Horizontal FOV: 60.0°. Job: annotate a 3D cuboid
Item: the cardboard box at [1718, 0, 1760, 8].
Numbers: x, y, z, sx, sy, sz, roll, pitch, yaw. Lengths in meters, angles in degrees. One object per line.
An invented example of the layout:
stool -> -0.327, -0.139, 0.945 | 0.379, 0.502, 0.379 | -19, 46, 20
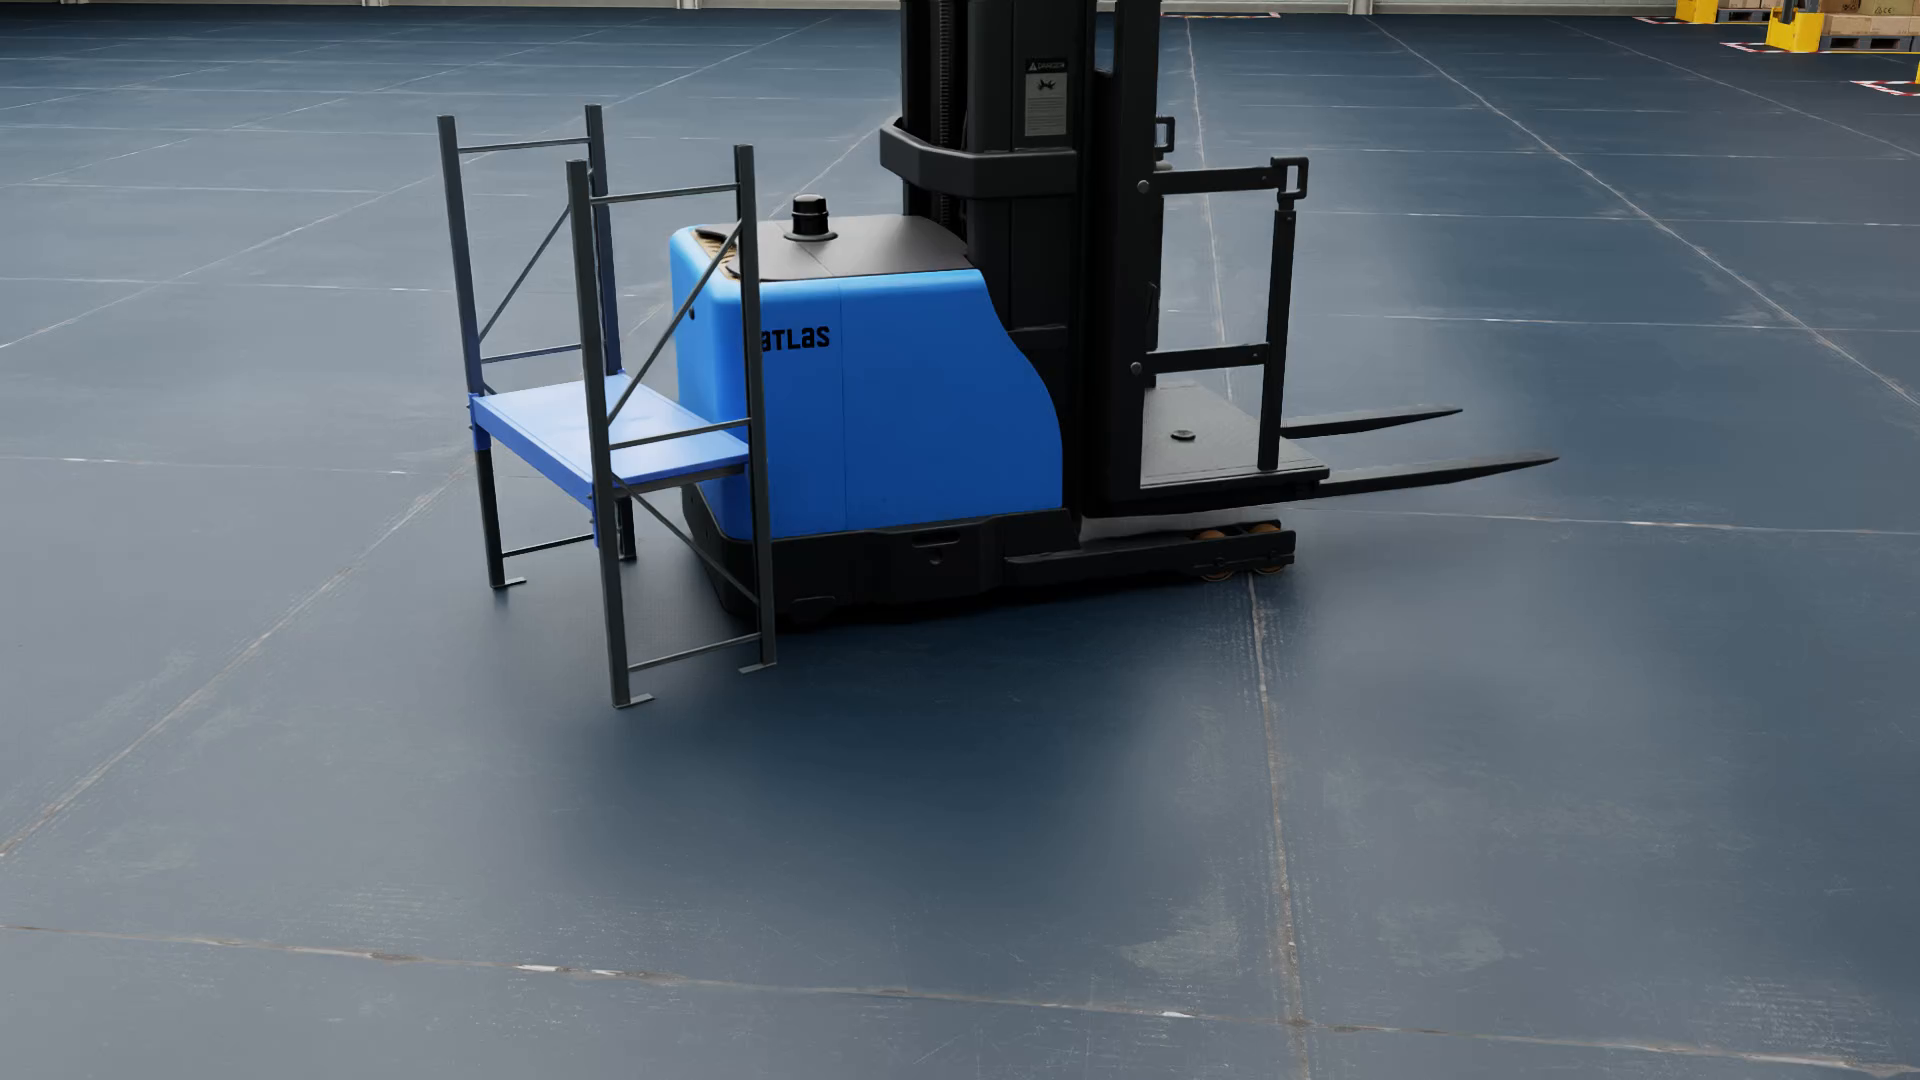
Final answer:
cardboard box -> 12.820, -8.929, 27.368 | 0.500, 0.311, 0.500 | 0, 22, 0

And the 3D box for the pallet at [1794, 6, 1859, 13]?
pallet -> 14.230, -8.636, 27.361 | 1.213, 0.211, 1.003 | 2, 22, 6

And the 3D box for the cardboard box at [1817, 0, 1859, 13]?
cardboard box -> 12.132, -7.580, 23.045 | 0.500, 0.500, 0.500 | 2, 22, 6

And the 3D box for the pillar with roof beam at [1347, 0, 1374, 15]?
pillar with roof beam -> 6.476, -11.801, 23.414 | 0.400, 9.000, 9.100 | 2, 22, 6

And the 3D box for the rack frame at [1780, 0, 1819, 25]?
rack frame -> 11.564, -8.229, 22.539 | 0.127, 3.000, 1.000 | 2, 22, 6

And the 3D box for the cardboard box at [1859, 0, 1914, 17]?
cardboard box -> 12.567, -7.369, 22.512 | 0.500, 0.500, 0.500 | 2, 22, 6

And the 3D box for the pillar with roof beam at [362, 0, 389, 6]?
pillar with roof beam -> -11.399, -12.580, 25.384 | 0.400, 9.000, 9.100 | 2, 22, 6

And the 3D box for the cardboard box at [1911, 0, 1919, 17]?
cardboard box -> 13.066, -7.352, 22.469 | 0.500, 0.500, 0.500 | 2, 22, 6

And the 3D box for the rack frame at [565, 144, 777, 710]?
rack frame -> -0.753, -0.281, 4.476 | 0.500, 1.500, 0.032 | -14, 25, -31

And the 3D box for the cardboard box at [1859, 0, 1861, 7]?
cardboard box -> 15.080, -8.937, 27.131 | 0.500, 0.500, 0.500 | 1, 22, 2

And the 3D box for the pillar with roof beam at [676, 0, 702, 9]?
pillar with roof beam -> -5.441, -12.320, 24.727 | 0.400, 9.000, 9.100 | 2, 22, 6

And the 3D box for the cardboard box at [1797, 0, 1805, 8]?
cardboard box -> 14.109, -8.942, 27.145 | 0.500, 0.500, 0.700 | 1, 22, 3

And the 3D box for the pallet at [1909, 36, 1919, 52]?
pallet -> 13.537, -6.861, 22.870 | 1.213, 0.211, 1.003 | 2, 22, 6

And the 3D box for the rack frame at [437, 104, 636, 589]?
rack frame -> -1.317, -0.592, 5.262 | 0.500, 1.500, 0.032 | -14, 25, -31

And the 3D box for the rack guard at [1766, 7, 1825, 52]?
rack guard -> 11.541, -7.068, 23.001 | 0.348, 0.500, 1.175 | 2, 22, 6

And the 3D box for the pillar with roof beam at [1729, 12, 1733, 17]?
pillar with roof beam -> 12.434, -11.541, 22.757 | 0.400, 9.000, 9.100 | 2, 22, 6

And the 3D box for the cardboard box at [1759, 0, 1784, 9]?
cardboard box -> 13.386, -8.904, 27.306 | 0.500, 0.311, 0.500 | 4, 22, 11

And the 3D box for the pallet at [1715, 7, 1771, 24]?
pallet -> 13.022, -8.690, 27.497 | 1.213, 0.211, 1.003 | 2, 22, 6

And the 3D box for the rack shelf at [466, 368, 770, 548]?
rack shelf -> -1.035, -0.270, 4.935 | 0.538, 0.185, 1.000 | -14, 25, -31

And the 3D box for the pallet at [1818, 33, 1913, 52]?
pallet -> 12.329, -6.914, 23.006 | 1.213, 0.211, 1.003 | 2, 22, 6

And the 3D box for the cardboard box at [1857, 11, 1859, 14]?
cardboard box -> 12.630, -7.213, 23.138 | 0.500, 0.250, 0.500 | 2, 22, 6

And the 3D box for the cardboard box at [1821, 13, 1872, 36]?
cardboard box -> 12.071, -7.041, 22.703 | 0.500, 0.250, 0.500 | 2, 22, 6

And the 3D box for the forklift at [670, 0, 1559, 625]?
forklift -> 0.601, -1.404, 5.368 | 3.031, 2.935, 1.130 | -6, 22, -16

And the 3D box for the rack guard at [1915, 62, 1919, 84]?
rack guard -> 11.059, -5.272, 18.459 | 0.348, 0.500, 1.175 | 2, 22, 6

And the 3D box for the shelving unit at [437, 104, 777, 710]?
shelving unit -> -1.035, -0.437, 4.869 | 0.538, 1.500, 1.048 | -14, 25, -31

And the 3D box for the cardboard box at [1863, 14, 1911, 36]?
cardboard box -> 12.568, -7.021, 22.652 | 0.500, 0.250, 0.500 | 2, 22, 6

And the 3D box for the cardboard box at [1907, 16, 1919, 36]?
cardboard box -> 13.064, -6.999, 22.596 | 0.500, 0.250, 0.500 | 2, 22, 6

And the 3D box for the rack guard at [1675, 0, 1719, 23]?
rack guard -> 12.219, -8.872, 27.565 | 0.348, 0.500, 1.175 | 2, 22, 6

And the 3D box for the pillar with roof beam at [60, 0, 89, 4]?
pillar with roof beam -> -17.358, -12.839, 26.041 | 0.400, 9.000, 9.100 | 2, 22, 6
